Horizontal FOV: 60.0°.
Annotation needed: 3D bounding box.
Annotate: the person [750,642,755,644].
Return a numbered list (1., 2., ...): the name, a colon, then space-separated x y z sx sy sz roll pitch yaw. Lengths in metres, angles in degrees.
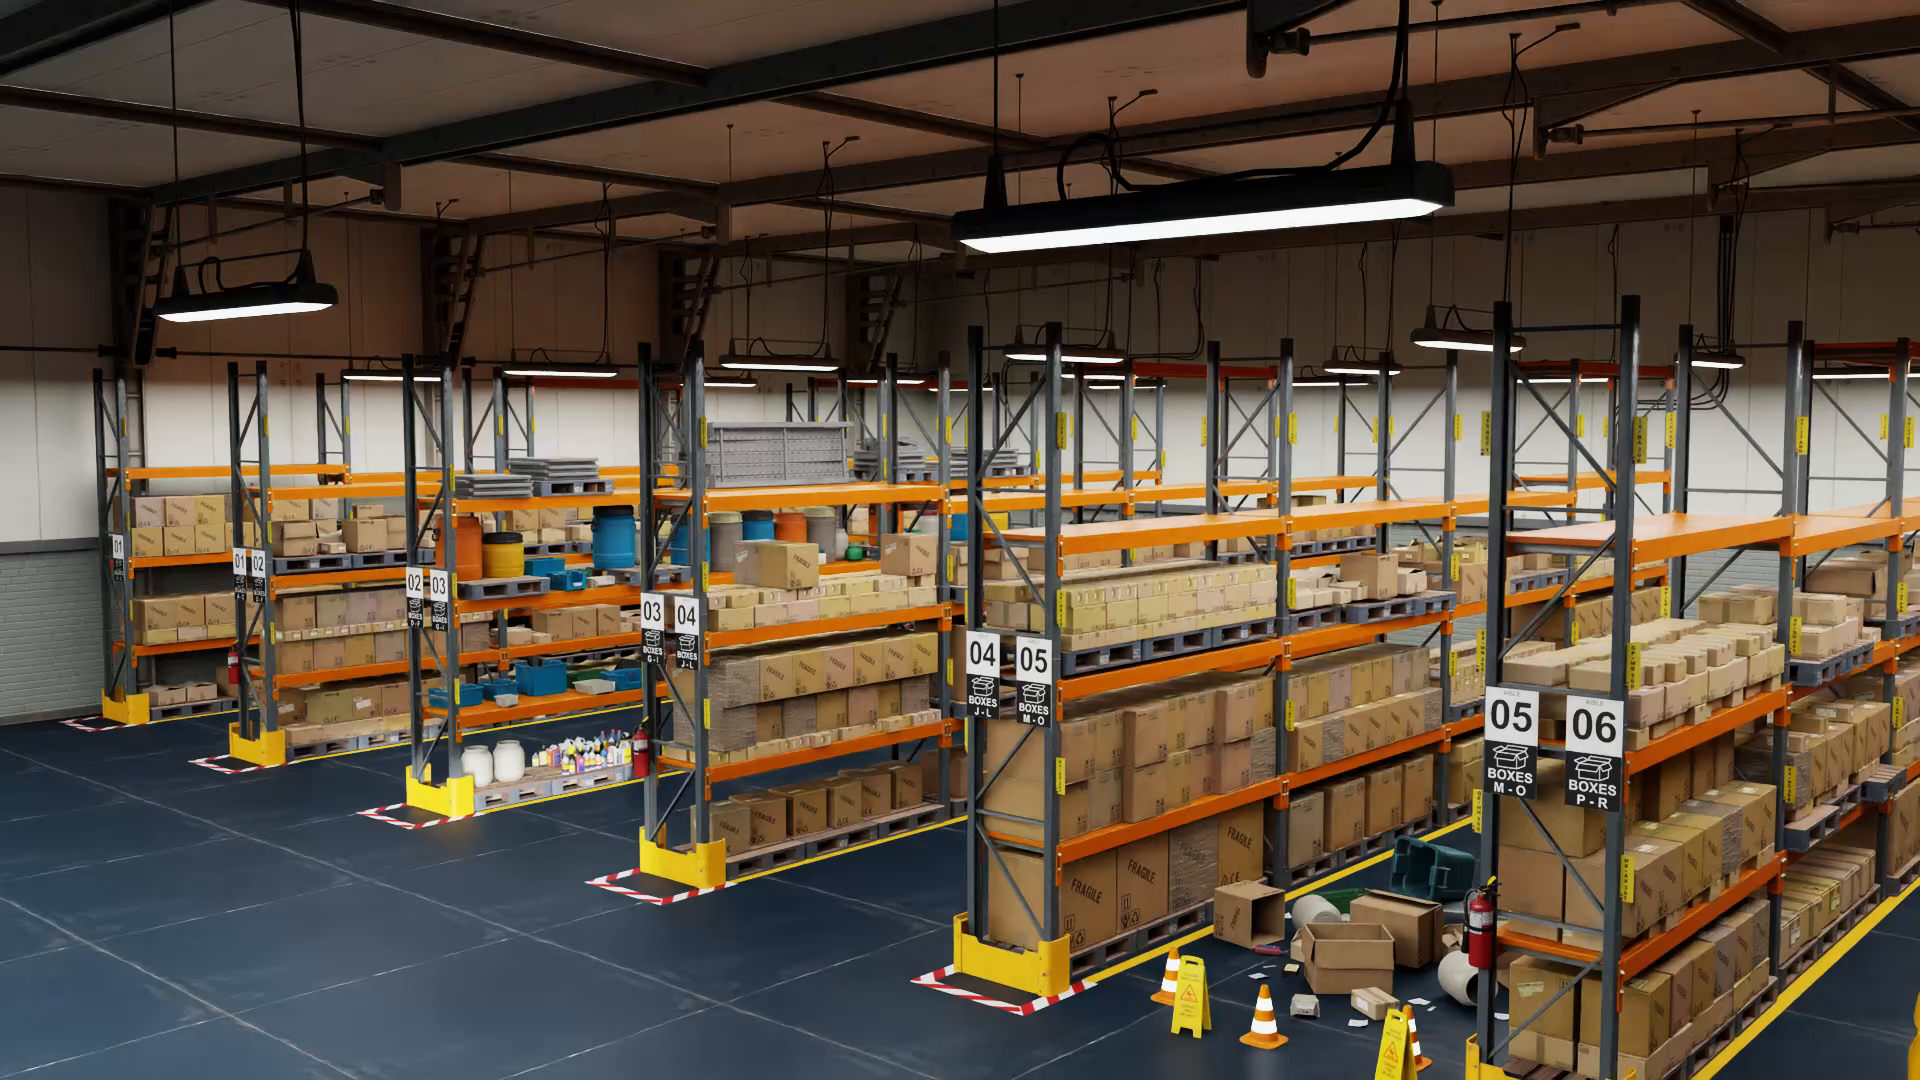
1. person: -3.601 2.105 29.778 0.593 1.783 0.688 2 4 21
